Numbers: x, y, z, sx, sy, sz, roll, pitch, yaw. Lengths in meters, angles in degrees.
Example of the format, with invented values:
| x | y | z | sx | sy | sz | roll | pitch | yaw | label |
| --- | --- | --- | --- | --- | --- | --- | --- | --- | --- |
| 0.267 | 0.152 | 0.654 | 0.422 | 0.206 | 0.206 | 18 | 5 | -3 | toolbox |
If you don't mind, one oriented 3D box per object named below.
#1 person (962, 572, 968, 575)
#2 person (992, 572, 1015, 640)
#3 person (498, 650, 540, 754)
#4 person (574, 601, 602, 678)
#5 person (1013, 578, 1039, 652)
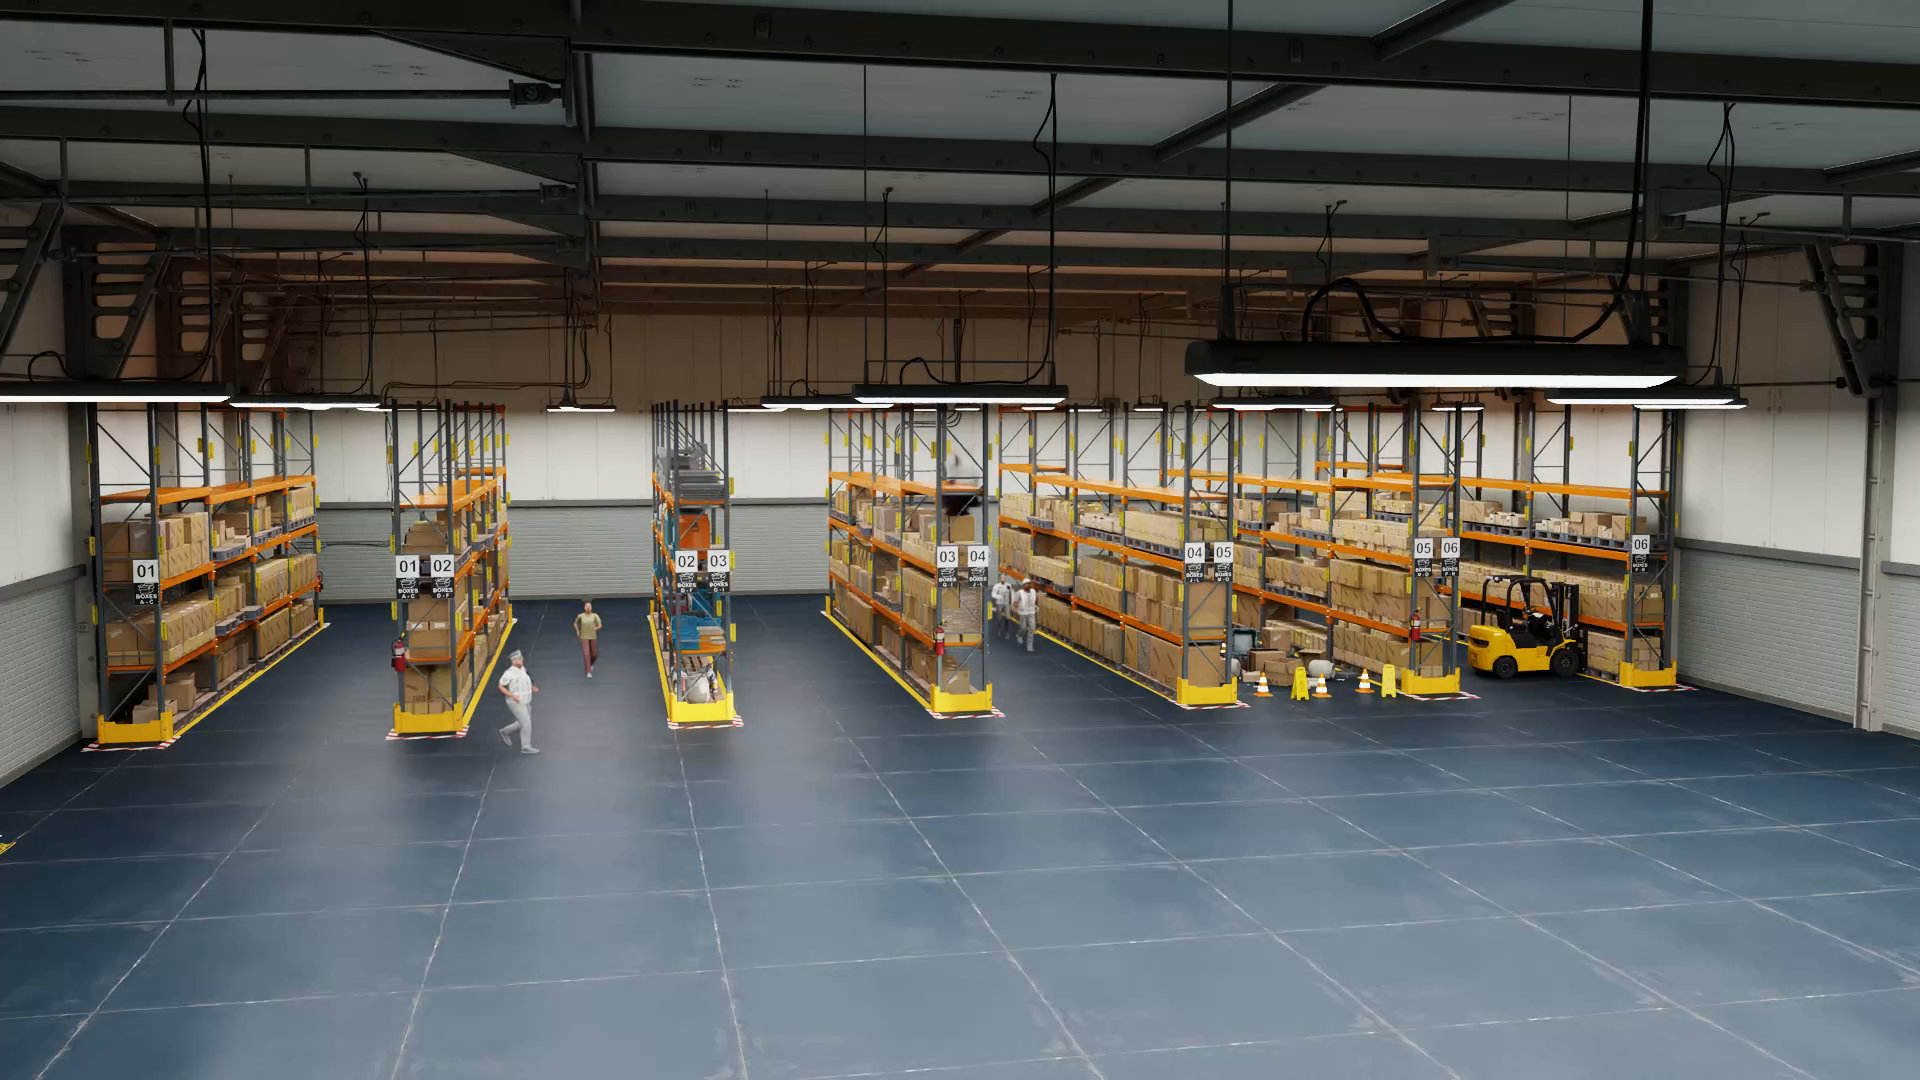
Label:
| x | y | z | sx | sy | sz | roll | pitch | yaw | label |
| --- | --- | --- | --- | --- | --- | --- | --- | --- | --- |
| -0.050 | 1.260 | 47.876 | 0.706 | 1.714 | 0.578 | 1 | 4 | 10 | person |
| 1.110 | 1.686 | 42.486 | 0.632 | 1.741 | 0.721 | -1 | 4 | -10 | person |
| -7.494 | 2.726 | 28.147 | 0.830 | 1.746 | 0.675 | 1 | 4 | 16 | person |
| -8.126 | 2.158 | 36.356 | 0.590 | 1.641 | 0.868 | -1 | 5 | -18 | person |
| 1.623 | 1.805 | 40.324 | 0.681 | 1.766 | 0.878 | -1 | 4 | -16 | person |
